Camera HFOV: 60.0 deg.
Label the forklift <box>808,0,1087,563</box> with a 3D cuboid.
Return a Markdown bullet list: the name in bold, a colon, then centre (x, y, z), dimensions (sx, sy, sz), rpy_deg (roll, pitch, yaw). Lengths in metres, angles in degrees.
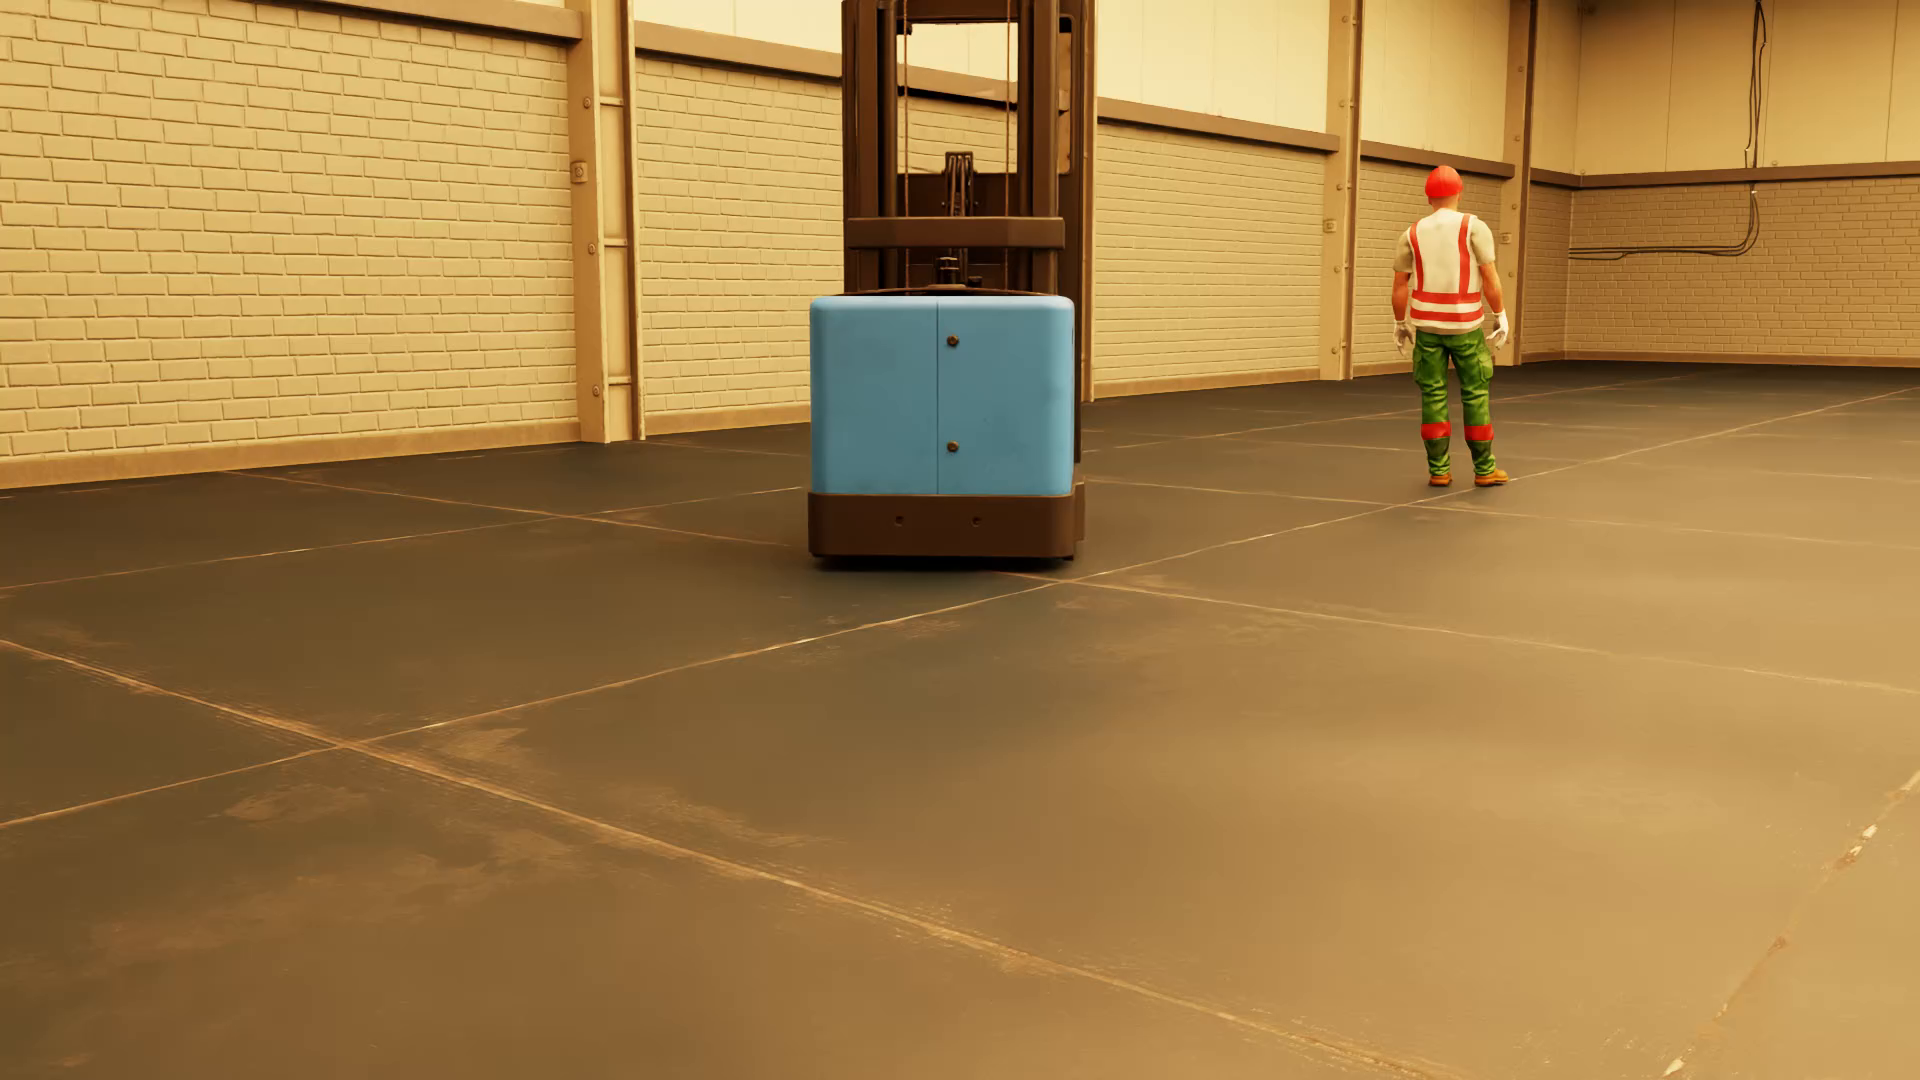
- **forklift**: centre (0.036, -1.534, 7.764), dimensions (1.130, 2.935, 3.031), rpy_deg (1, 8, 5)

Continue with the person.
- **person**: centre (2.799, -1.211, 9.455), dimensions (0.638, 1.787, 0.564), rpy_deg (5, 10, 30)
